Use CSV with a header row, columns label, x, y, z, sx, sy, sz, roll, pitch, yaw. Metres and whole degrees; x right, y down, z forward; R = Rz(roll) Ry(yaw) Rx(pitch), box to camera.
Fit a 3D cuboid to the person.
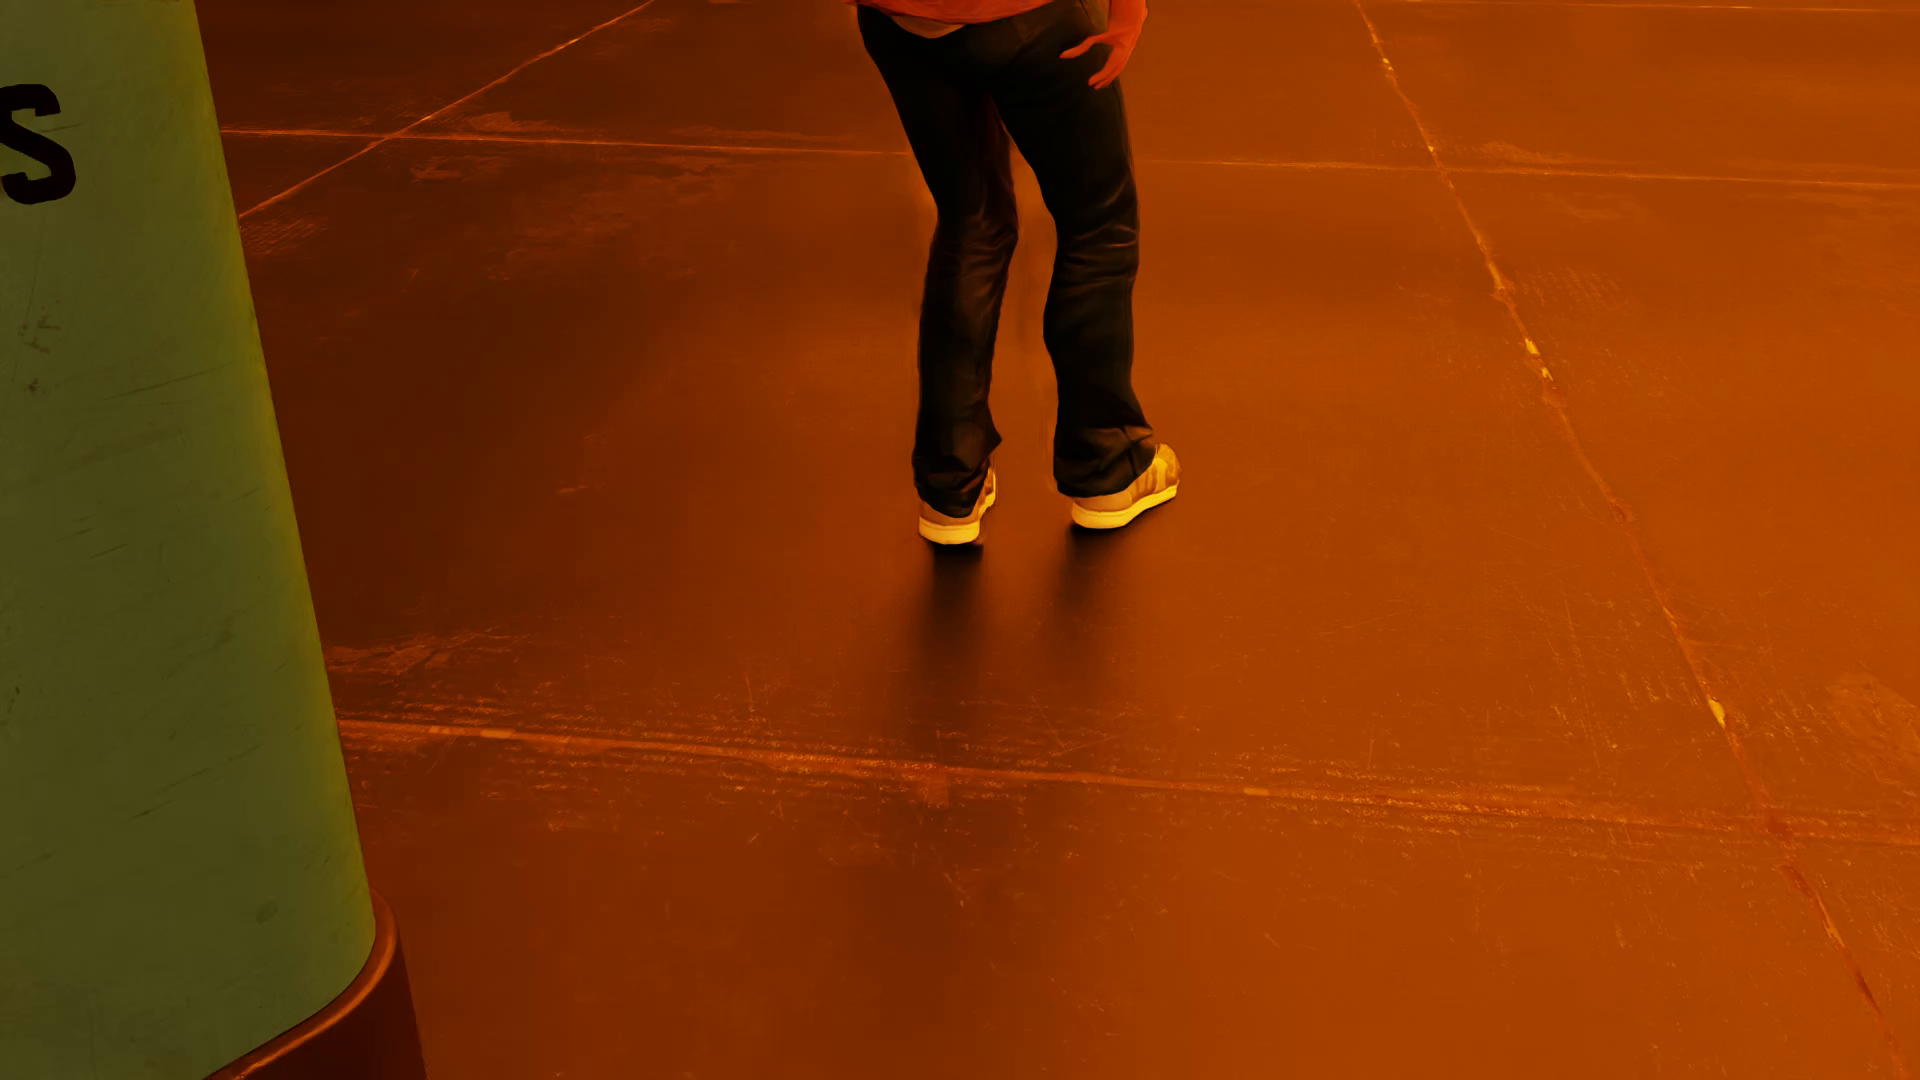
label,x,y,z,sx,sy,sz,roll,pitch,yaw
person,0.089,-0.754,2.246,0.516,1.590,0.534,23,35,38
